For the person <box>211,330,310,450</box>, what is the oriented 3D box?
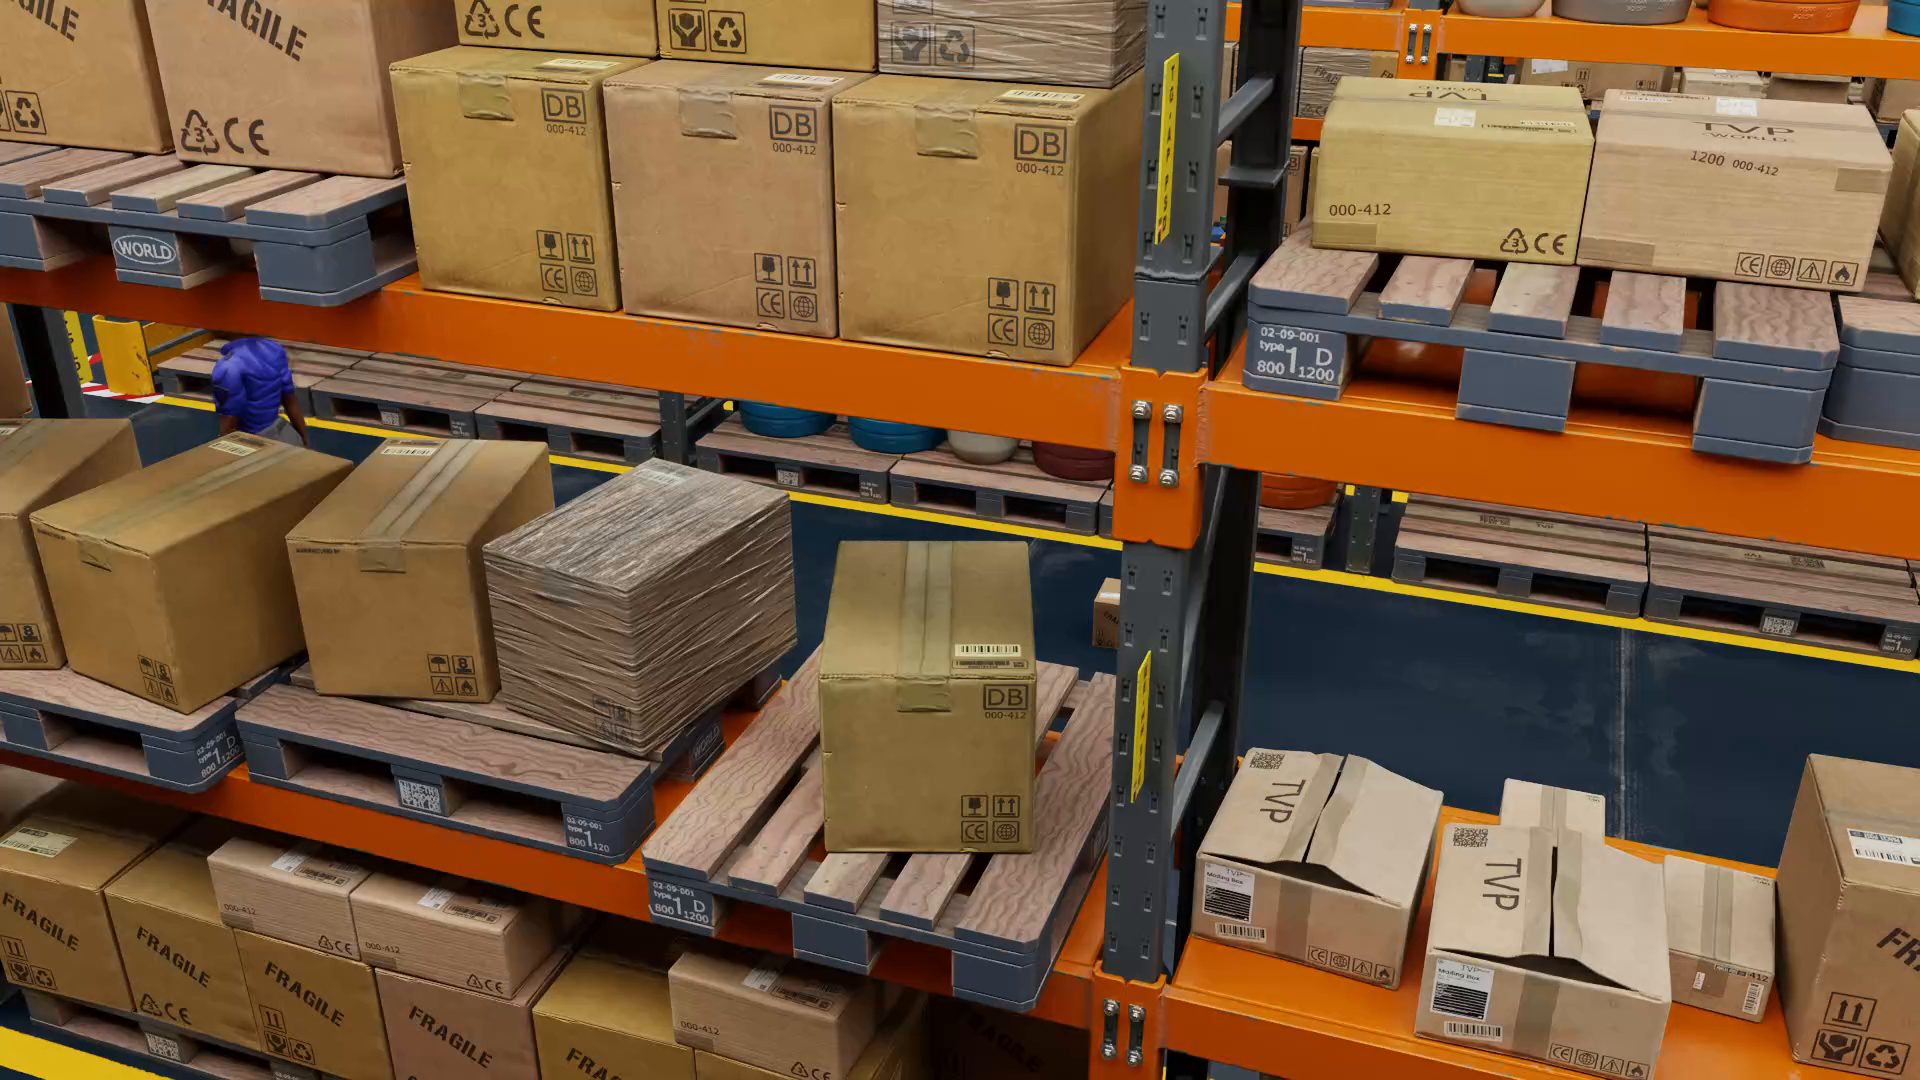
[{"bbox_3d":[-3.291,-0.390,7.940,0.978,1.591,0.456,4,26,8],"label":"person"}]
